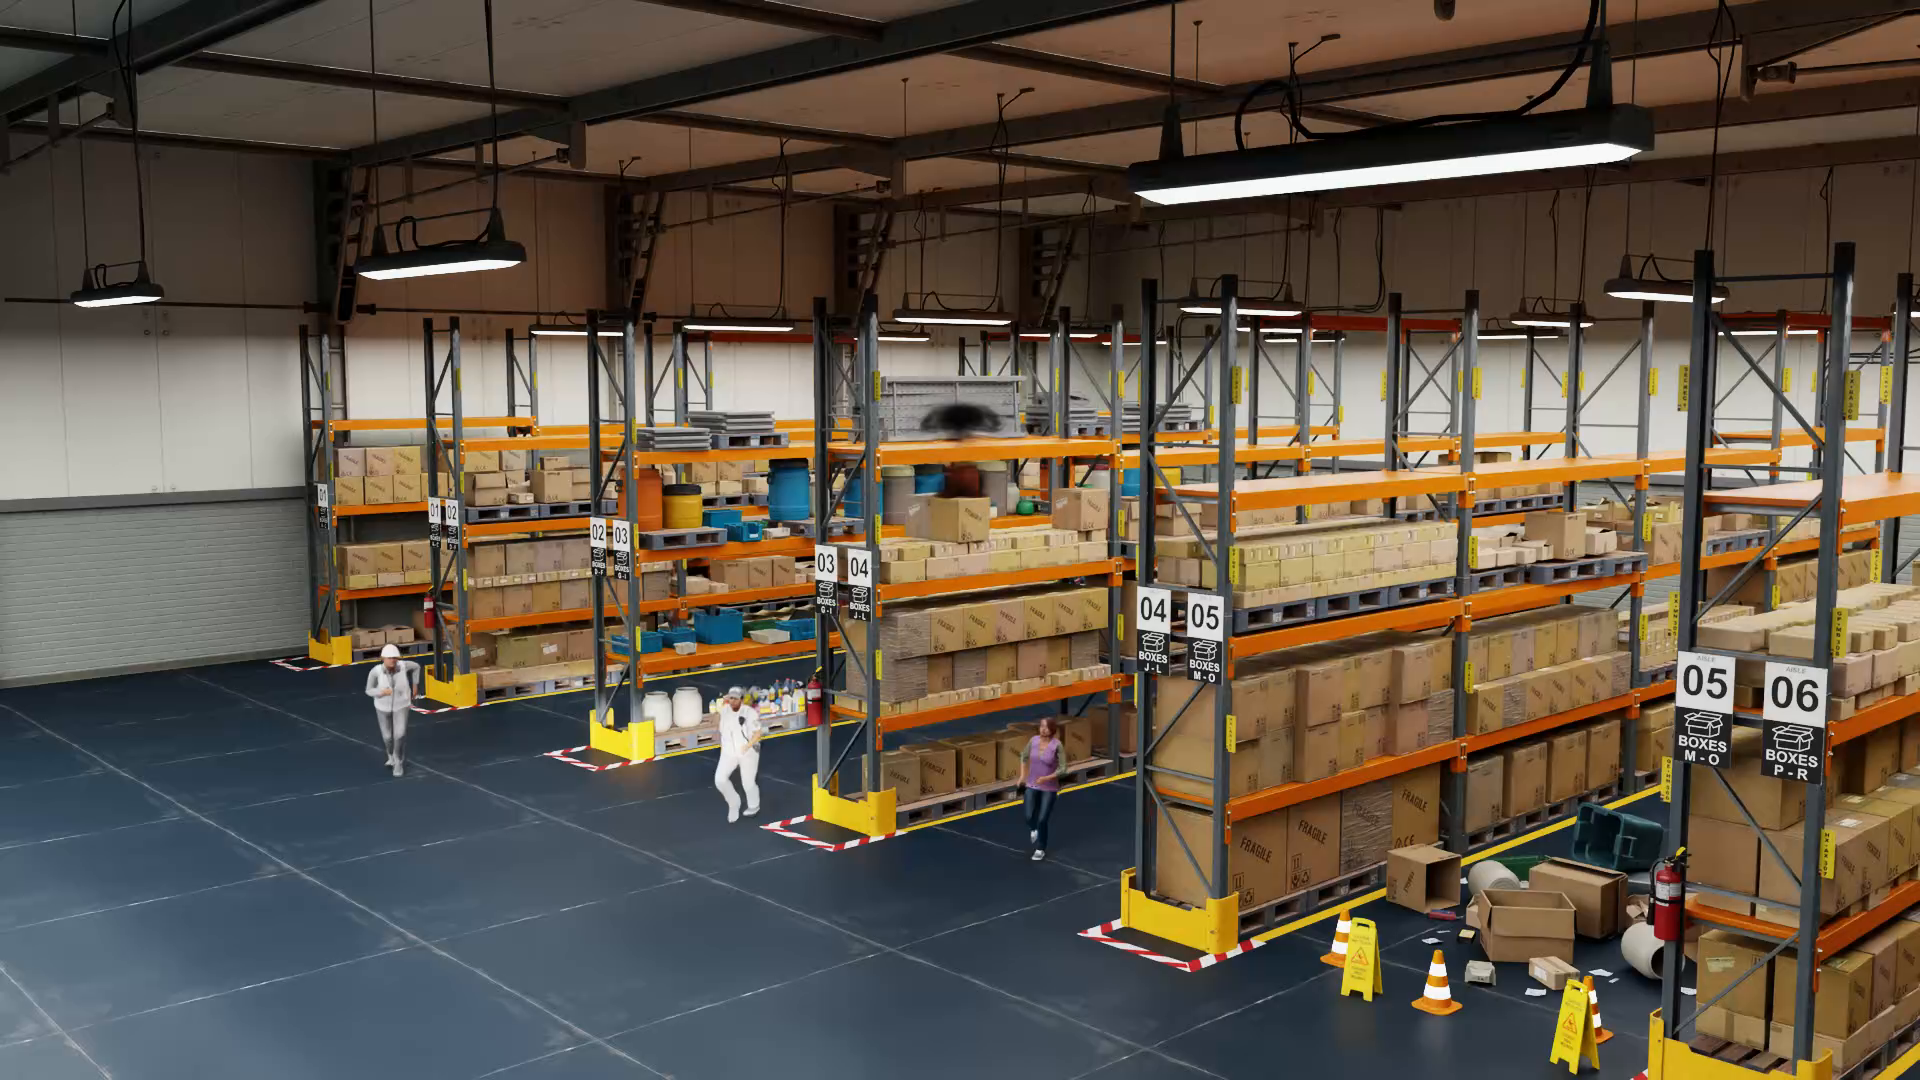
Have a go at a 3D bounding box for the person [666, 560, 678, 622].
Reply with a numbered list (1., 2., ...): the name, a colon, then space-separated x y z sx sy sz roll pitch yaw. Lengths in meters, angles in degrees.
1. person: -5.342 1.183 31.301 0.556 1.640 0.835 3 7 29

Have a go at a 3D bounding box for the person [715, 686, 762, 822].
1. person: -2.537 2.452 19.186 0.556 1.609 0.789 1 6 14

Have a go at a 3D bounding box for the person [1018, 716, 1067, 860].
1. person: 0.867 2.629 17.599 0.545 1.536 0.512 1 6 14

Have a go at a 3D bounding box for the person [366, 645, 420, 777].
1. person: -7.275 2.187 21.376 0.665 1.772 0.923 -2 6 -19
